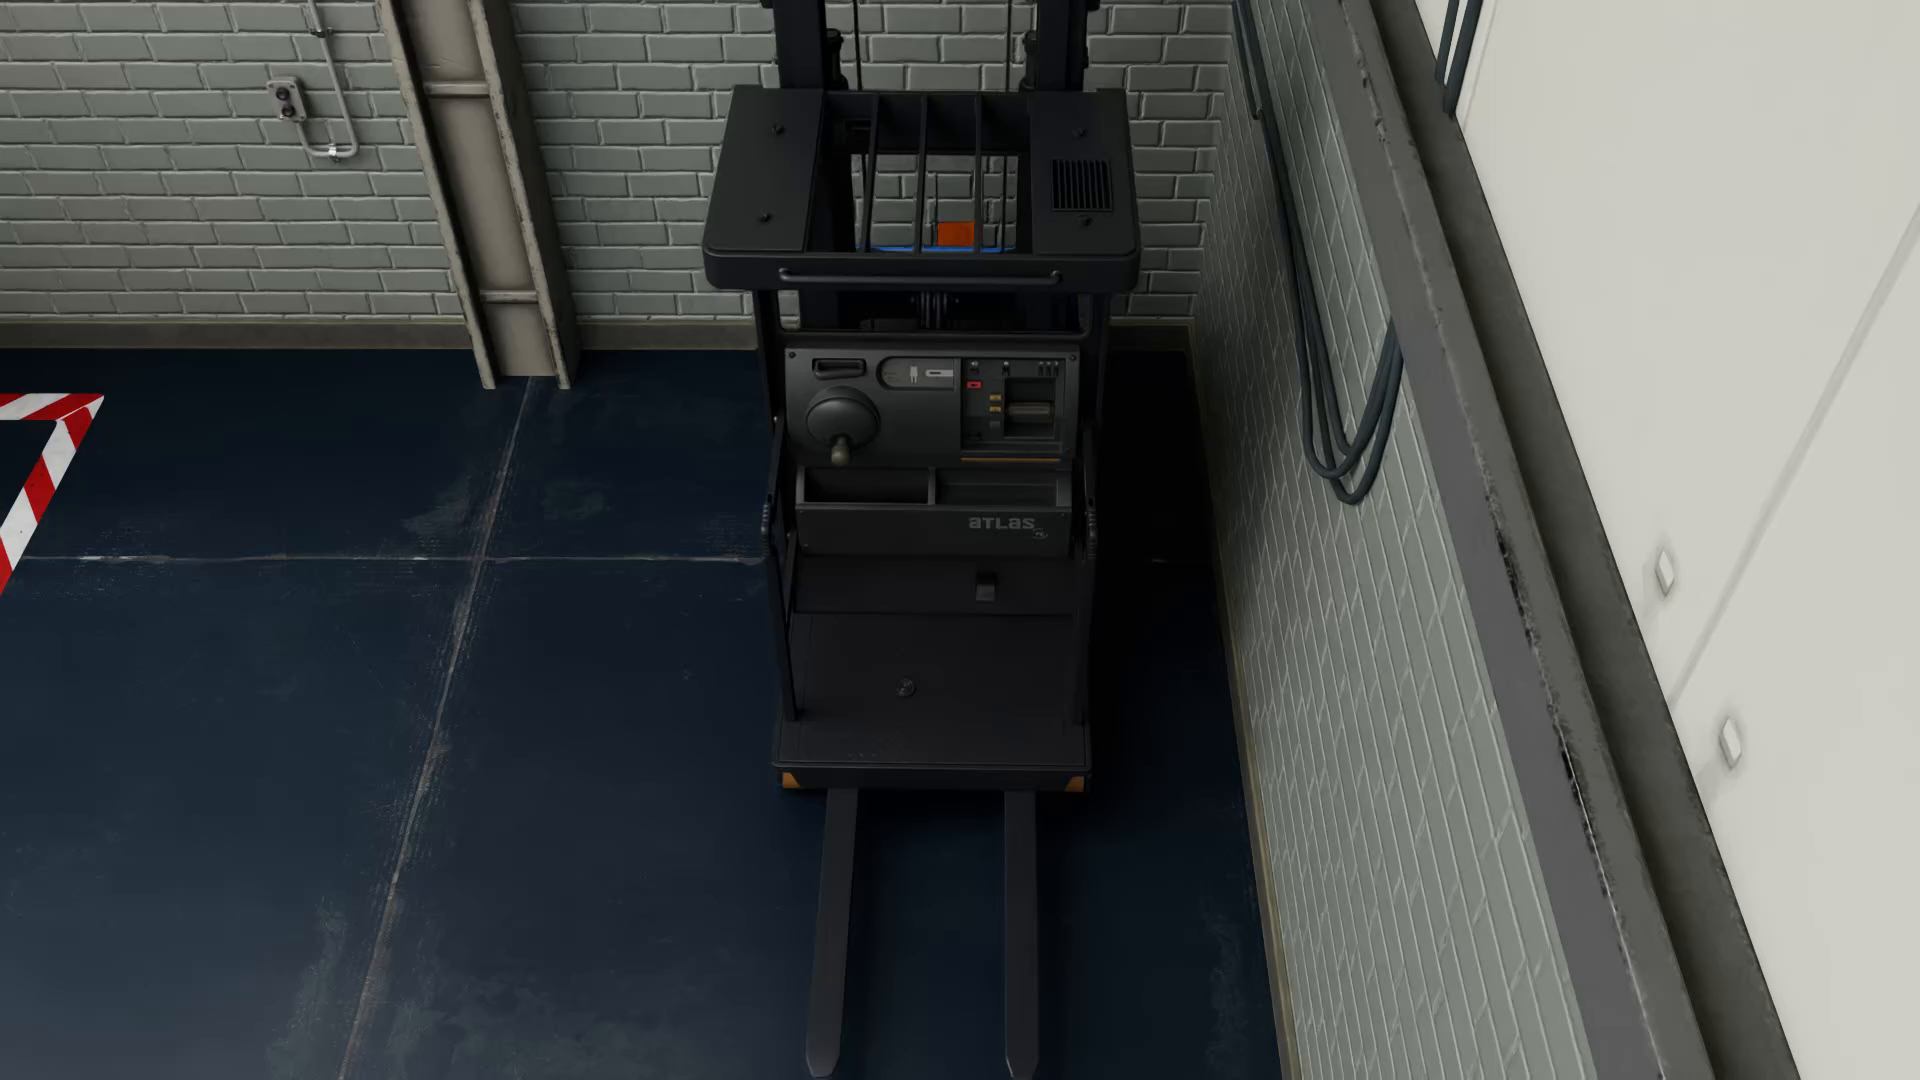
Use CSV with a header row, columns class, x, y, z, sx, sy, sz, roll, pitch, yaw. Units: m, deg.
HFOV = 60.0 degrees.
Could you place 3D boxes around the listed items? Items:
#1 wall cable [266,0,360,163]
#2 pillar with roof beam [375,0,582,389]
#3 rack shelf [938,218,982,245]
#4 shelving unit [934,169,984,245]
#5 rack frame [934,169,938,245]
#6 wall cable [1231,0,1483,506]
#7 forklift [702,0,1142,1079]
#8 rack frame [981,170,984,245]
class,x,y,z,sx,sy,sz,roll,pitch,yaw
wall cable,-3.360,-2.222,6.156,1.851,1.984,0.084,0,47,0
pillar with roof beam,-1.957,-0.706,1.340,0.400,9.000,9.100,0,47,0
rack shelf,-0.002,-1.177,6.674,0.180,0.103,0.258,1,47,1
shelving unit,-0.003,-0.960,6.903,0.189,1.200,0.258,1,47,1
rack frame,-0.094,-0.961,6.904,0.006,1.200,0.240,1,47,1
wall cable,1.011,-1.896,4.569,0.112,2.526,3.097,0,47,0
forklift,-0.089,-0.331,5.137,1.130,2.935,3.031,1,47,1
rack frame,0.089,-0.959,6.902,0.006,1.200,0.240,1,47,1
